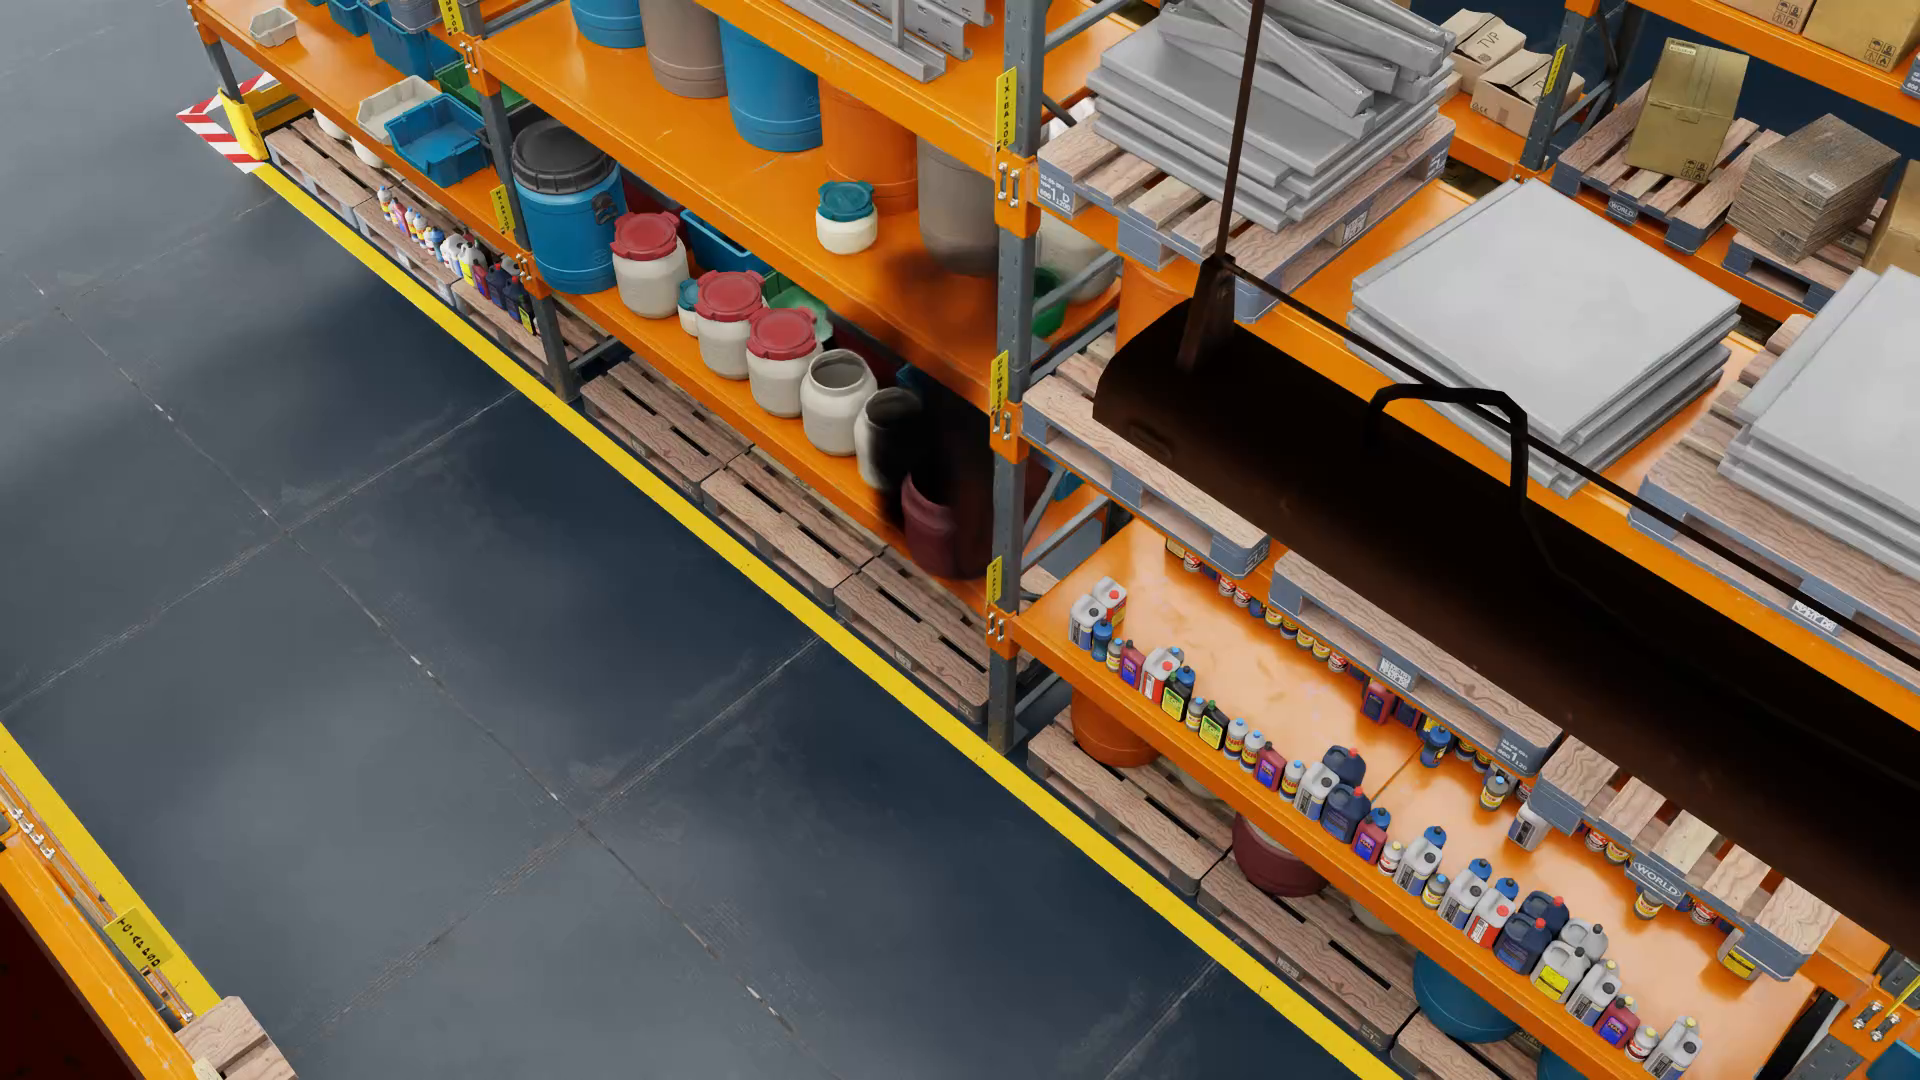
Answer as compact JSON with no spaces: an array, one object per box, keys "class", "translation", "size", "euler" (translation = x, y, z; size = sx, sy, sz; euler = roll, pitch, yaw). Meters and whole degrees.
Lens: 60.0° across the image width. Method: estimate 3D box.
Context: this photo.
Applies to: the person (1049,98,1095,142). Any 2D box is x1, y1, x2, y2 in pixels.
[{"class":"person","translation":[0.628,-2.288,10.789],"size":[0.616,1.776,0.691],"euler":[34,58,25]}]
